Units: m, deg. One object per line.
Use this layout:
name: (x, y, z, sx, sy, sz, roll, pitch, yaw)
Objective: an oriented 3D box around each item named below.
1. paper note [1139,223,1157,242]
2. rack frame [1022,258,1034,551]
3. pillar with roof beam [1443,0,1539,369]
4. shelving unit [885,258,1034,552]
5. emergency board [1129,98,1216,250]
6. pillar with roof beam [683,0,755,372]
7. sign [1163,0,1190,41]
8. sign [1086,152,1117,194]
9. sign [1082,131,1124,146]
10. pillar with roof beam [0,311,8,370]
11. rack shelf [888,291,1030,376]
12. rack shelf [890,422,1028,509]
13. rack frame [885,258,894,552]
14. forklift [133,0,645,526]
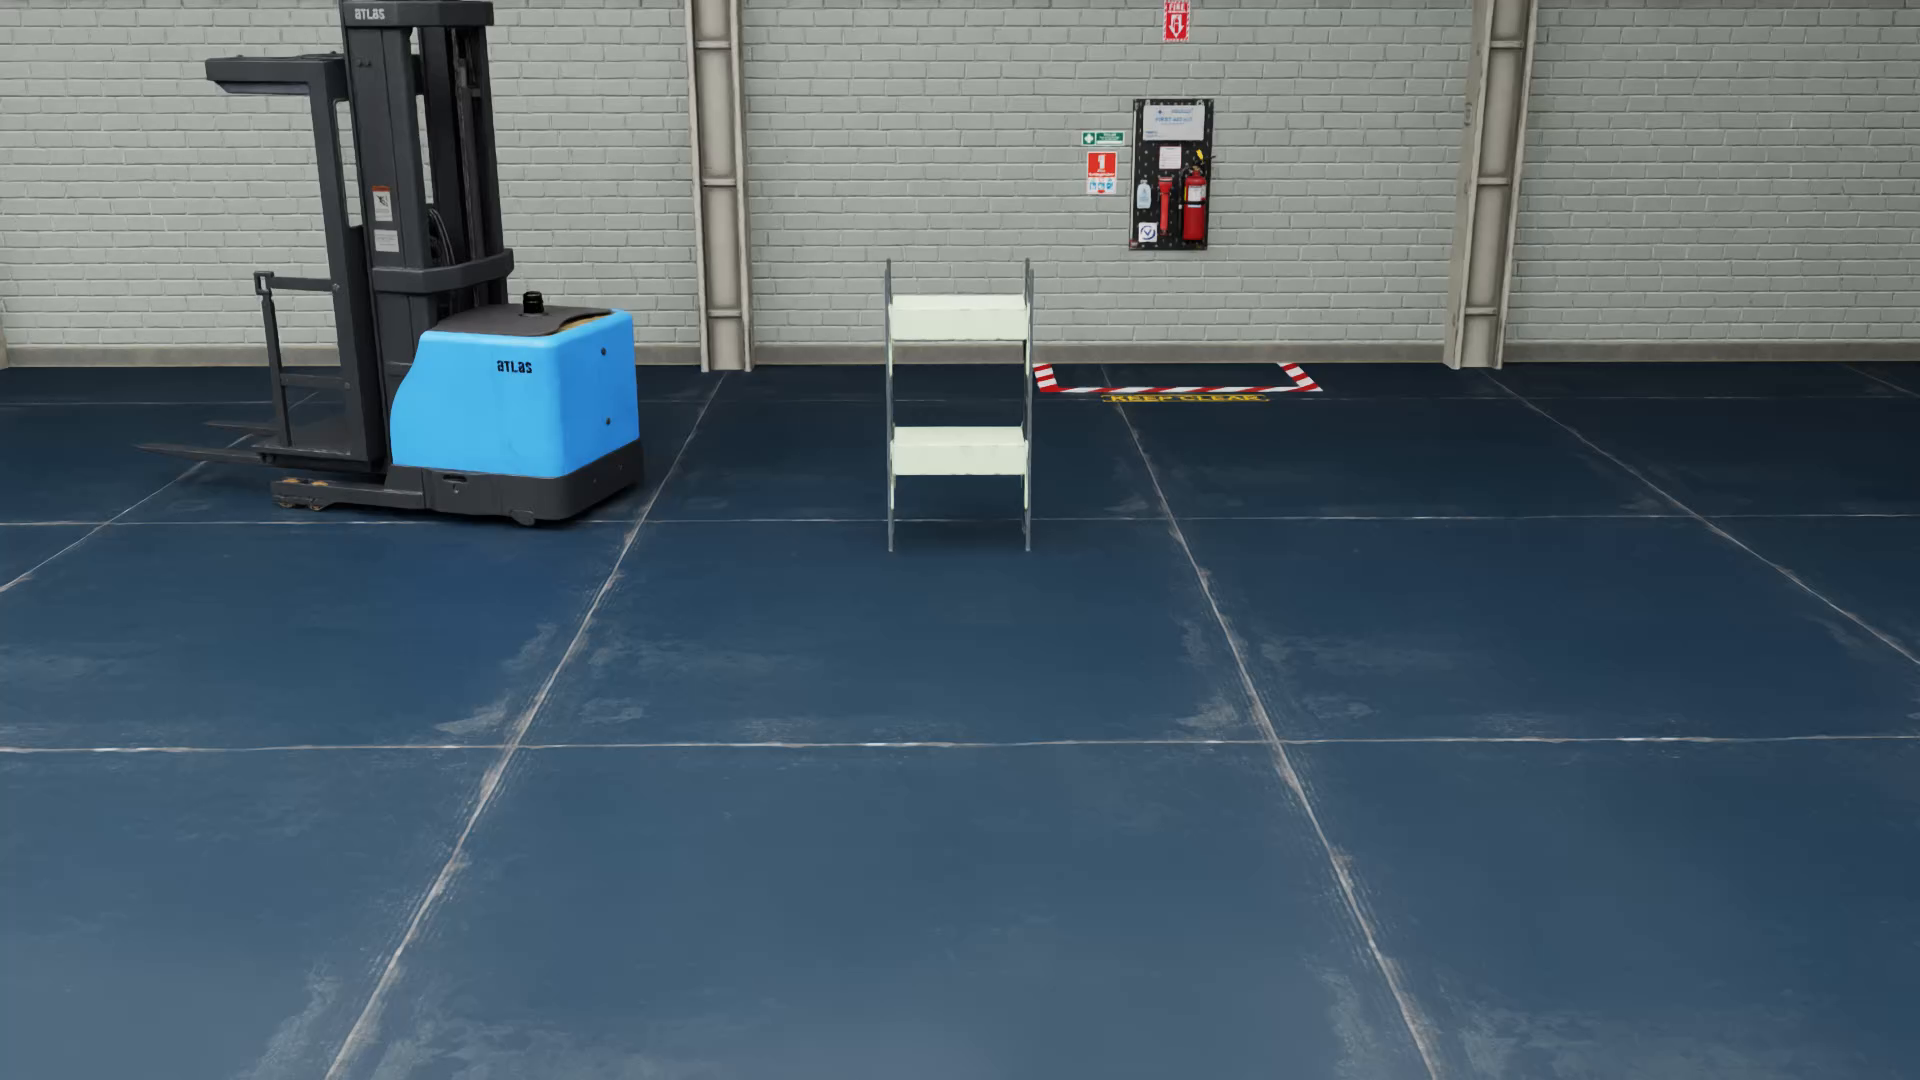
paper note: (1.490, -2.442, 13.192, 0.142, 0.148, 0.016, 0, 18, -1)
rack frame: (0.359, -0.716, 8.824, 0.023, 1.500, 0.400, 0, 18, -1)
pillar with roof beam: (4.208, -4.383, 7.980, 0.400, 9.000, 9.100, 0, 18, -1)
shelving unit: (-0.007, -0.714, 8.818, 0.755, 1.500, 0.431, 0, 18, -1)
emergency board: (1.668, -2.841, 12.994, 0.643, 1.169, 0.194, 0, 18, -1)
pillar with roof beam: (-1.792, -4.355, 7.890, 0.400, 9.000, 9.100, 0, 18, -1)
sign: (1.658, -3.976, 12.735, 0.199, 0.298, 0.001, 0, 18, -1)
sign: (1.114, -2.887, 13.079, 0.234, 0.329, 0.001, 0, 18, -1)
sign: (1.118, -3.137, 12.990, 0.331, 0.109, 0.001, 0, 18, -1)
pillar with roof beam: (-7.791, -4.326, 7.800, 0.400, 9.000, 9.100, 0, 18, -1)
rack shelf: (-0.007, -1.086, 8.699, 0.720, 0.370, 0.431, 0, 18, -1)
rack shelf: (-0.007, -0.404, 8.918, 0.720, 0.370, 0.431, 0, 18, -1)
rack frame: (-0.373, -0.712, 8.813, 0.023, 1.500, 0.400, 0, 18, -1)
forklift: (-3.477, -1.715, 9.596, 3.031, 2.935, 1.130, 5, 19, 16)
